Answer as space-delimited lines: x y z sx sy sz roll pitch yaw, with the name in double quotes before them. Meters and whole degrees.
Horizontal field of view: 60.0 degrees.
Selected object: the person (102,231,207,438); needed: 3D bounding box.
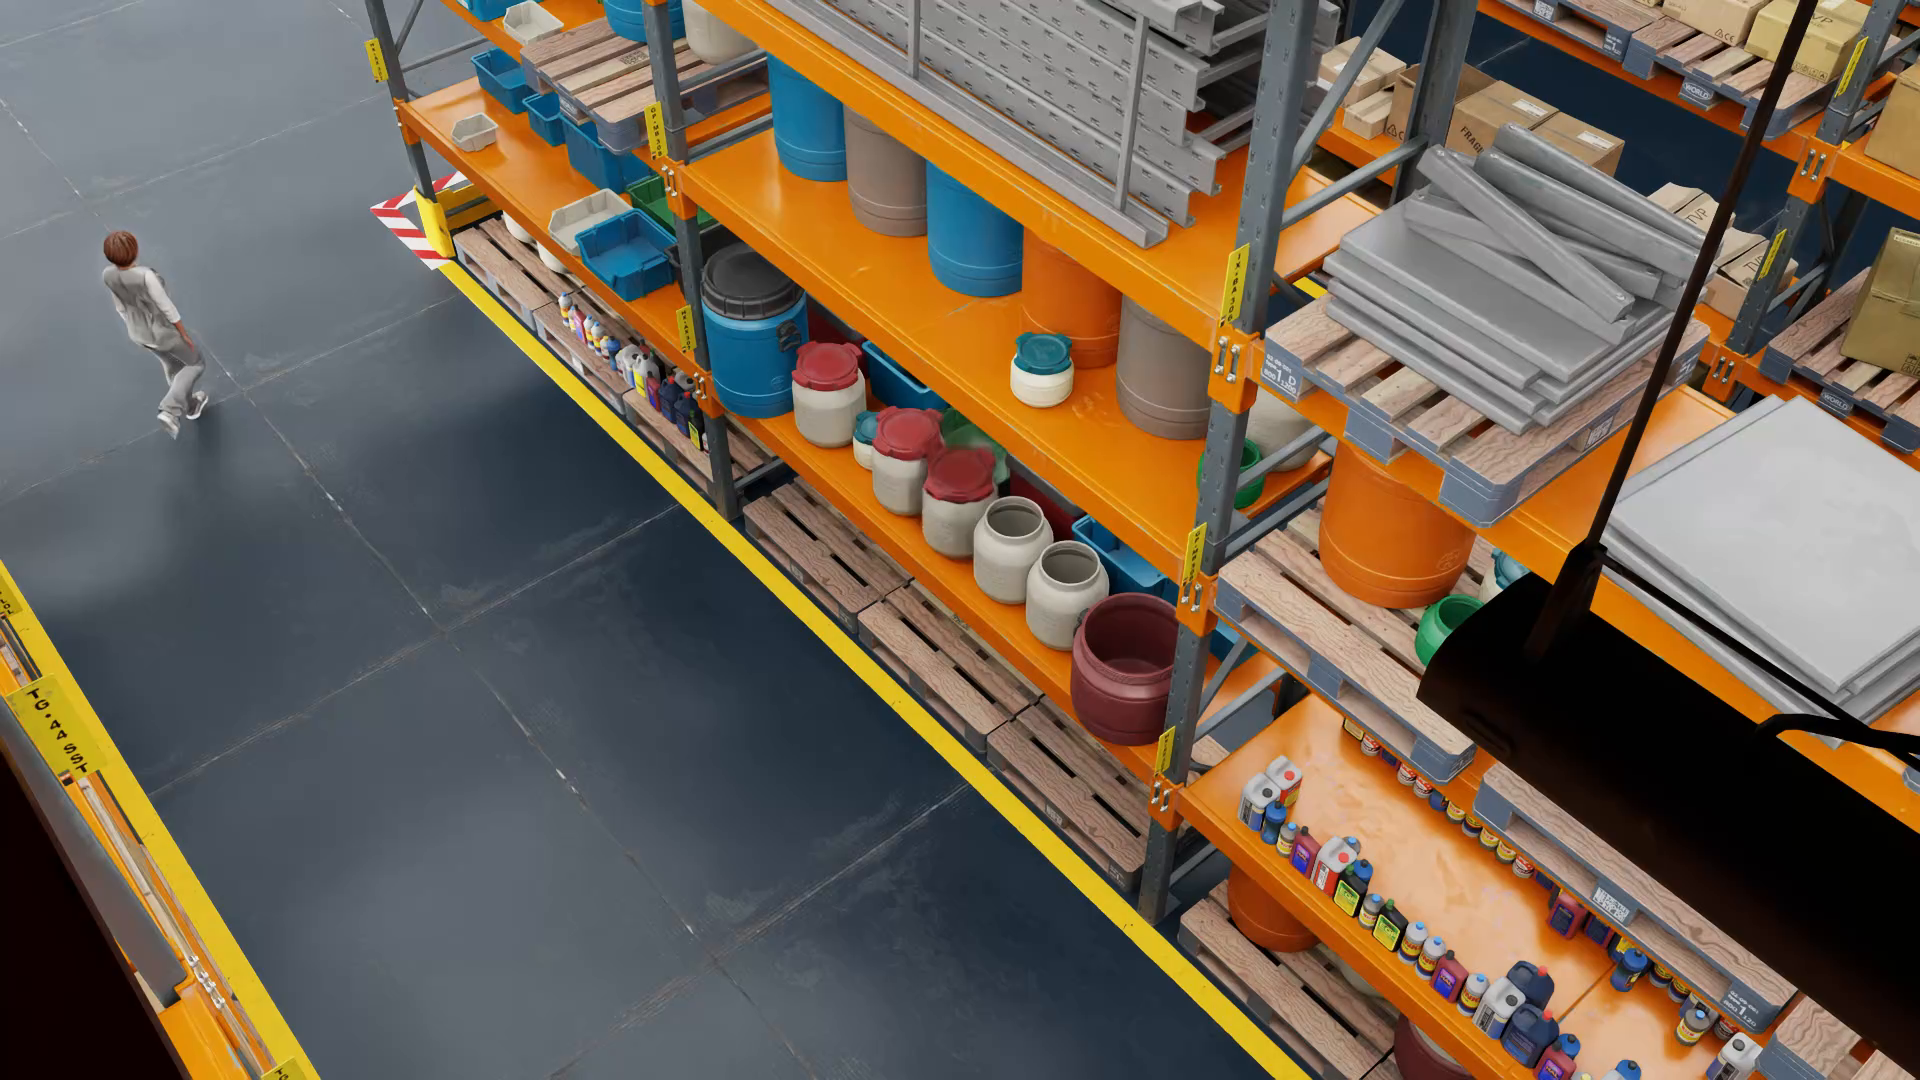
"person" -5.412 -1.358 11.169 0.472 1.584 0.598 10 47 9
